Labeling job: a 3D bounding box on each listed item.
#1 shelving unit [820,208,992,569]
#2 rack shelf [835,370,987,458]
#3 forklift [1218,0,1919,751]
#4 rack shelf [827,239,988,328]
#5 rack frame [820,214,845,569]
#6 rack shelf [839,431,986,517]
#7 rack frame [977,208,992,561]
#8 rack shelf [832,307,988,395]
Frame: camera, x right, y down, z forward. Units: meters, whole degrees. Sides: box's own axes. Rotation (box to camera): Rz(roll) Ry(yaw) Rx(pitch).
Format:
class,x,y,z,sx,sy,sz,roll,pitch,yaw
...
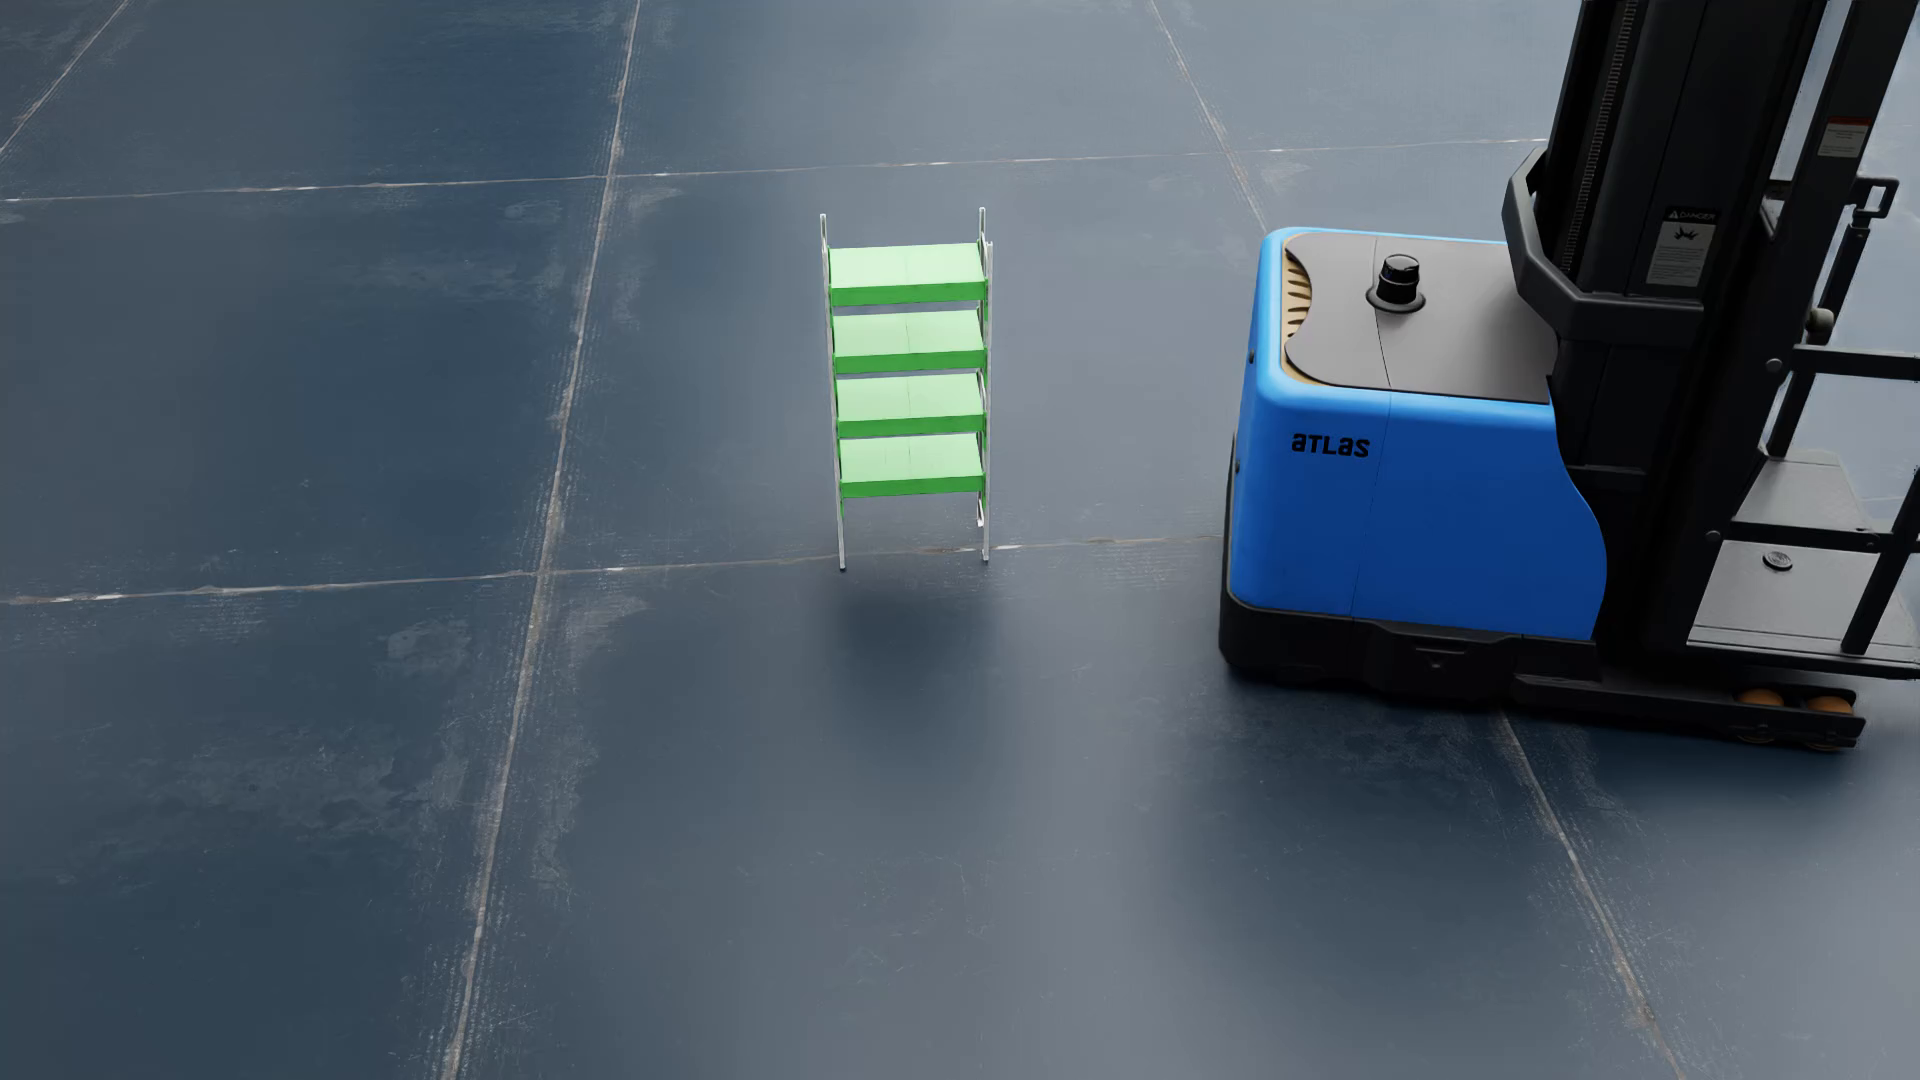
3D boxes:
class,x,y,z,sx,sy,sz,roll,pitch,yaw
shelving unit,-0.165,-0.462,5.367,0.503,1.200,0.258,-3,38,-4
rack shelf,-0.165,-0.412,5.406,0.480,0.148,0.258,-3,38,-4
forklift,2.374,-0.879,4.498,3.031,2.935,1.130,6,39,7
rack shelf,-0.165,-0.789,5.109,0.480,0.148,0.258,-3,38,-4
rack frame,-0.408,-0.449,5.350,0.015,1.200,0.240,-3,38,-4
rack shelf,-0.165,-0.223,5.555,0.480,0.148,0.258,-3,38,-4
rack frame,0.078,-0.475,5.384,0.015,1.200,0.240,-3,38,-4
rack shelf,-0.165,-0.600,5.258,0.480,0.148,0.258,-3,38,-4
